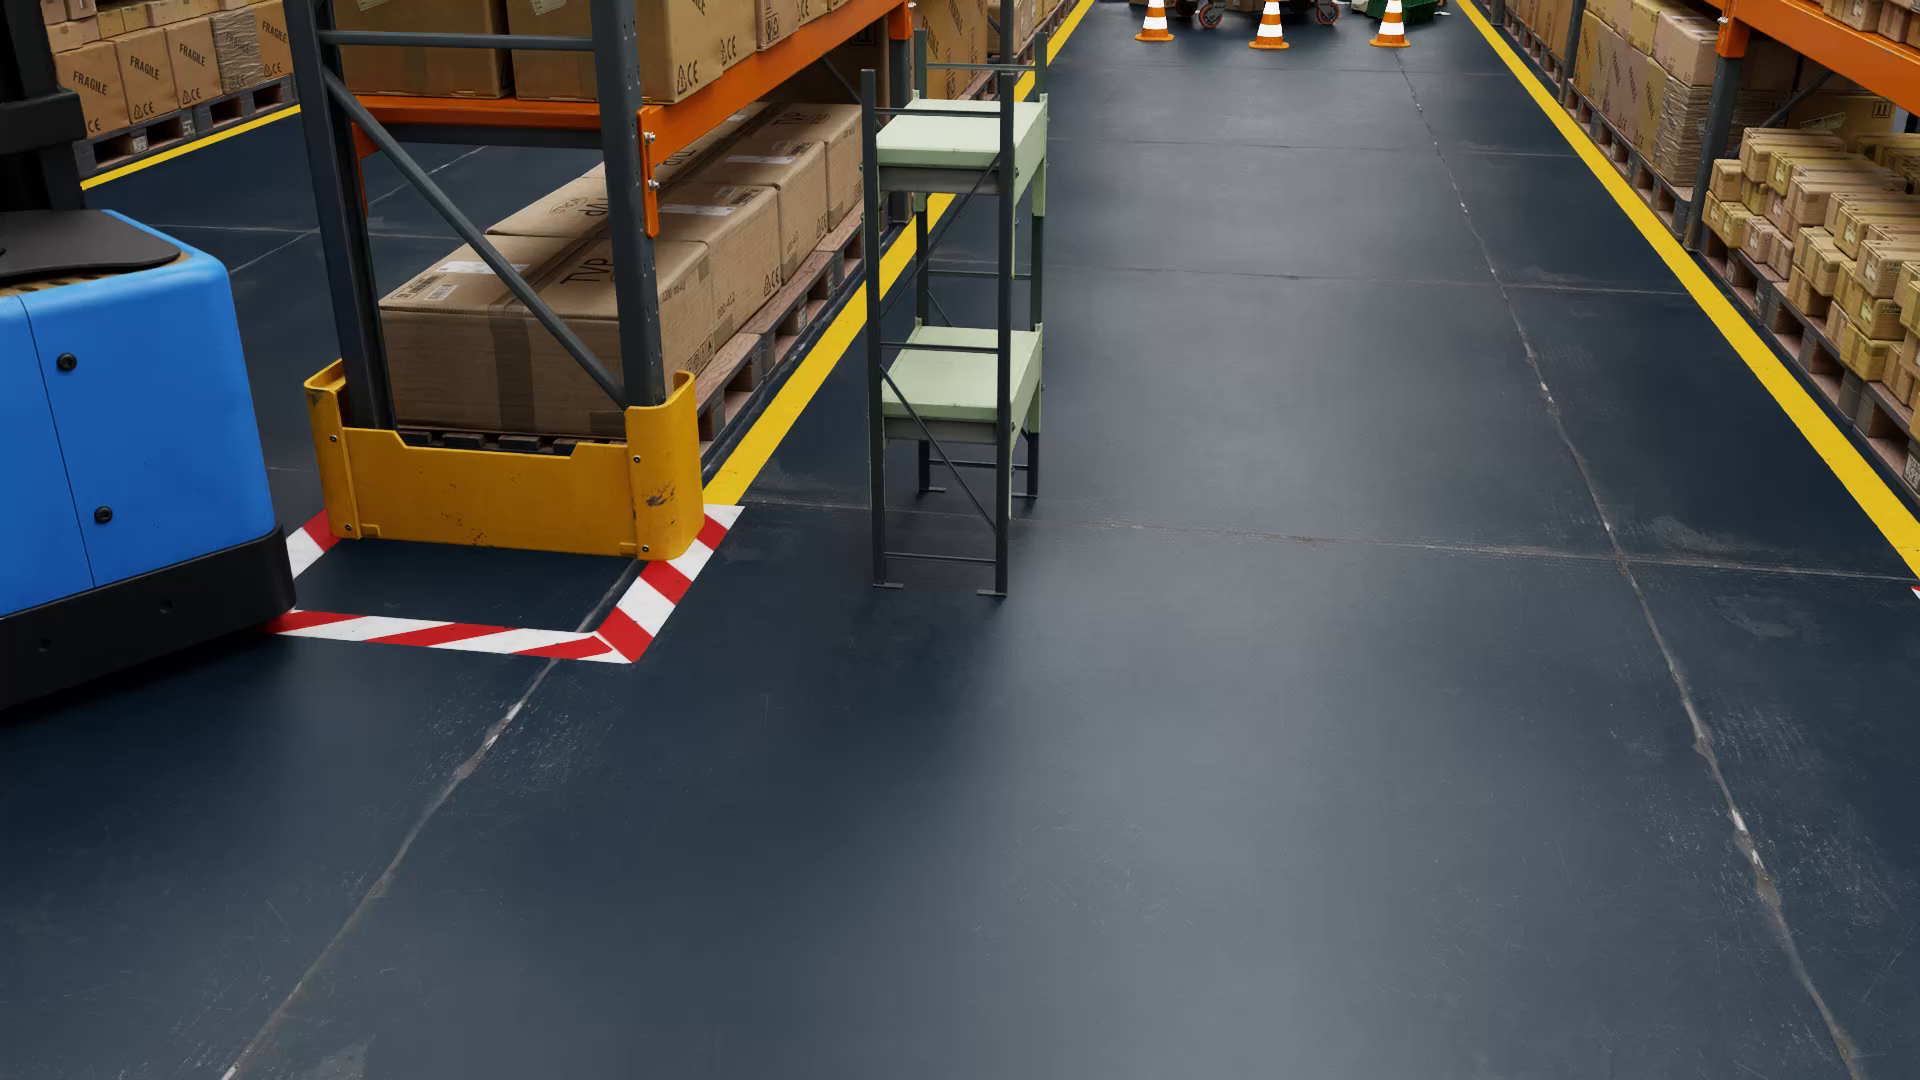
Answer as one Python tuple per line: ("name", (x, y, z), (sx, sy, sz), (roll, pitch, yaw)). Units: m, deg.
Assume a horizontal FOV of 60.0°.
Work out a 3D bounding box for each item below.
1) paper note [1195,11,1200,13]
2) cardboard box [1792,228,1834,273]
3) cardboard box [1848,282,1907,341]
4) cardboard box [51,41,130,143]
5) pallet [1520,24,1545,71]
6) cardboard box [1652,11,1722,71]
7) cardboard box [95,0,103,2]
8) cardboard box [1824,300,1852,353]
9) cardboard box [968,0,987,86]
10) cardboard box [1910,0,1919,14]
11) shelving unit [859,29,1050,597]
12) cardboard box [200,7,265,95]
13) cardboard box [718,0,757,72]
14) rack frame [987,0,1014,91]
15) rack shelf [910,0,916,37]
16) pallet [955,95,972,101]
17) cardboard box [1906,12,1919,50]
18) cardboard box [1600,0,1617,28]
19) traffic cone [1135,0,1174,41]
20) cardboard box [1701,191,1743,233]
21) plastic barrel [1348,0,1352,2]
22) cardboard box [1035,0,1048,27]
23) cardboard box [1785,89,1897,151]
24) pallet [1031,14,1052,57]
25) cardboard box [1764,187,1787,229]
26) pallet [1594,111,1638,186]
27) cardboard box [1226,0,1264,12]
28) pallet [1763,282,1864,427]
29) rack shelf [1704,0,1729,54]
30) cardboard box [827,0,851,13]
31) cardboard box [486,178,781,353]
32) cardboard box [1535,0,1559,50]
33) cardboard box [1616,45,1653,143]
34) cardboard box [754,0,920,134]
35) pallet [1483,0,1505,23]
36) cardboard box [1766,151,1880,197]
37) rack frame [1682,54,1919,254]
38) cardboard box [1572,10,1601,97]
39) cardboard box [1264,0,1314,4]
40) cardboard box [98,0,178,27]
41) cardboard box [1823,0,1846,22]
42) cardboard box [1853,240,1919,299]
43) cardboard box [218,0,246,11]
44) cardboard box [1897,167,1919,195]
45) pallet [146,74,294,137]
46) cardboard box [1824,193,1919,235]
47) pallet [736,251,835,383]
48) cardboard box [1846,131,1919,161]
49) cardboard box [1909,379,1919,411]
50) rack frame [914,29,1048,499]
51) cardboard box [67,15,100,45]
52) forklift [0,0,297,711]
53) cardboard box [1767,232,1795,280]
("paper note", (2.318, -5.188, 16.298), (0.148, 0.019, 0.142), (4, 25, 9))
("cardboard box", (3.589, -1.144, 6.671), (0.380, 0.149, 0.250), (4, 25, 8))
("cardboard box", (3.446, -0.819, 5.978), (0.380, 0.149, 0.250), (4, 25, 9))
("cardboard box", (-5.356, -2.671, 9.871), (0.500, 0.500, 0.500), (5, 26, 11))
("pallet", (5.199, -4.026, 13.603), (1.003, 0.211, 1.213), (4, 25, 9))
("cardboard box", (4.110, -2.724, 9.099), (0.500, 0.250, 0.500), (5, 26, 11))
("cardboard box", (-5.699, -3.385, 10.631), (0.380, 0.149, 0.250), (5, 25, 10))
("cardboard box", (3.509, -0.791, 6.269), (0.380, 0.149, 0.250), (5, 25, 10))
("cardboard box", (-0.301, -3.701, 11.630), (0.875, 0.875, 0.875), (4, 25, 8))
("cardboard box", (3.469, -1.924, 5.352), (0.500, 0.500, 0.500), (4, 25, 9))
("shelving unit", (0.001, -0.682, 4.938), (0.431, 1.500, 0.755), (4, 25, 9))
("cardboard box", (-5.102, -3.319, 11.256), (0.500, 0.500, 0.500), (3, 25, 7))
("cardboard box", (-0.996, -1.850, 5.547), (0.500, 0.500, 0.500), (4, 25, 8))
("rack frame", (-0.106, -4.757, 11.874), (1.000, 3.000, 0.127), (4, 25, 9))
("rack shelf", (-0.433, -3.594, 10.239), (1.077, 0.370, 4.000), (4, 25, 9))
("pallet", (-0.511, -2.660, 10.685), (1.003, 0.211, 1.213), (4, 25, 9))
("cardboard box", (3.586, -1.797, 5.847), (0.380, 0.149, 0.250), (4, 25, 9))
("cardboard box", (4.360, -3.370, 10.480), (0.500, 0.250, 0.500), (4, 25, 8))
("traffic cone", (1.726, -4.665, 14.670), (0.336, 0.463, 0.334), (4, 25, 9))
("cardboard box", (3.764, -1.552, 7.895), (0.380, 0.149, 0.250), (3, 25, 6))
("plastic barrel", (4.120, -5.543, 16.592), (0.421, 0.421, 0.512), (-20, 32, -36))
("cardboard box", (0.238, -4.618, 14.182), (0.950, 0.372, 0.625), (5, 26, 10))
("cardboard box", (4.523, -2.132, 8.719), (0.500, 0.500, 0.500), (5, 26, 11))
("pallet", (0.225, -4.329, 14.250), (1.003, 0.211, 1.213), (4, 25, 9))
("cardboard box", (3.808, -1.471, 7.371), (0.380, 0.149, 0.250), (4, 25, 8))
("pallet", (4.463, -2.357, 10.038), (1.003, 0.211, 1.213), (4, 25, 9))
("cardboard box", (2.798, -5.383, 16.438), (0.258, 0.266, 0.396), (-14, 29, -27))
("pallet", (3.868, -0.725, 6.550), (1.003, 0.211, 1.213), (4, 25, 9))
("rack shelf", (4.467, -3.294, 9.597), (1.077, 0.370, 4.000), (4, 25, 9))
("cardboard box", (-0.730, -2.490, 6.914), (0.500, 0.500, 0.500), (4, 25, 8))
("cardboard box", (-1.263, -1.107, 6.603), (0.875, 0.438, 0.875), (5, 25, 10))
("cardboard box", (5.122, -4.242, 12.932), (1.050, 0.750, 0.750), (4, 25, 9))
("cardboard box", (4.185, -2.597, 9.713), (0.500, 0.500, 0.500), (3, 25, 7))
("cardboard box", (-0.737, -2.576, 9.227), (0.875, 0.875, 0.875), (5, 26, 10))
("pallet", (5.649, -5.179, 16.064), (1.003, 0.211, 1.213), (4, 25, 9))
("cardboard box", (3.783, -1.601, 7.299), (0.380, 0.149, 0.250), (4, 25, 8))
("rack frame", (4.140, -2.783, 7.657), (1.000, 3.000, 0.127), (4, 25, 9))
("cardboard box", (4.427, -3.236, 11.078), (0.500, 0.500, 0.500), (3, 25, 6))
("cardboard box", (3.267, -5.732, 16.741), (0.797, 0.637, 0.503), (4, 25, 9))
("cardboard box", (-5.227, -3.356, 10.570), (0.380, 0.149, 0.250), (4, 25, 8))
("cardboard box", (3.655, -2.131, 6.560), (0.380, 0.149, 0.250), (4, 25, 9))
("cardboard box", (3.432, -0.956, 5.919), (0.380, 0.149, 0.250), (5, 26, 10))
("cardboard box", (-5.079, -3.674, 11.249), (0.380, 0.149, 0.250), (3, 25, 6))
("cardboard box", (4.183, -1.467, 7.012), (0.380, 0.149, 0.250), (5, 26, 10))
("pallet", (-5.364, -3.018, 11.448), (1.003, 0.211, 1.213), (4, 25, 9))
("cardboard box", (3.678, -1.270, 6.591), (0.380, 0.149, 0.250), (3, 25, 6))
("pallet", (-1.158, -0.996, 7.130), (1.003, 0.211, 1.213), (4, 25, 9))
("cardboard box", (4.339, -1.785, 7.690), (0.380, 0.149, 0.250), (5, 25, 10))
("cardboard box", (3.437, -0.463, 5.568), (0.380, 0.149, 0.250), (4, 25, 8))
("rack frame", (0.061, -0.835, 5.265), (0.400, 1.500, 0.023), (4, 25, 9))
("cardboard box", (-5.367, -3.031, 9.874), (0.380, 0.149, 0.250), (3, 25, 7))
("forklift", (-3.269, -1.374, 4.728), (1.130, 2.935, 3.031), (-23, 33, -40))
("cardboard box", (3.739, -1.223, 7.193), (0.380, 0.149, 0.250), (4, 25, 7))
